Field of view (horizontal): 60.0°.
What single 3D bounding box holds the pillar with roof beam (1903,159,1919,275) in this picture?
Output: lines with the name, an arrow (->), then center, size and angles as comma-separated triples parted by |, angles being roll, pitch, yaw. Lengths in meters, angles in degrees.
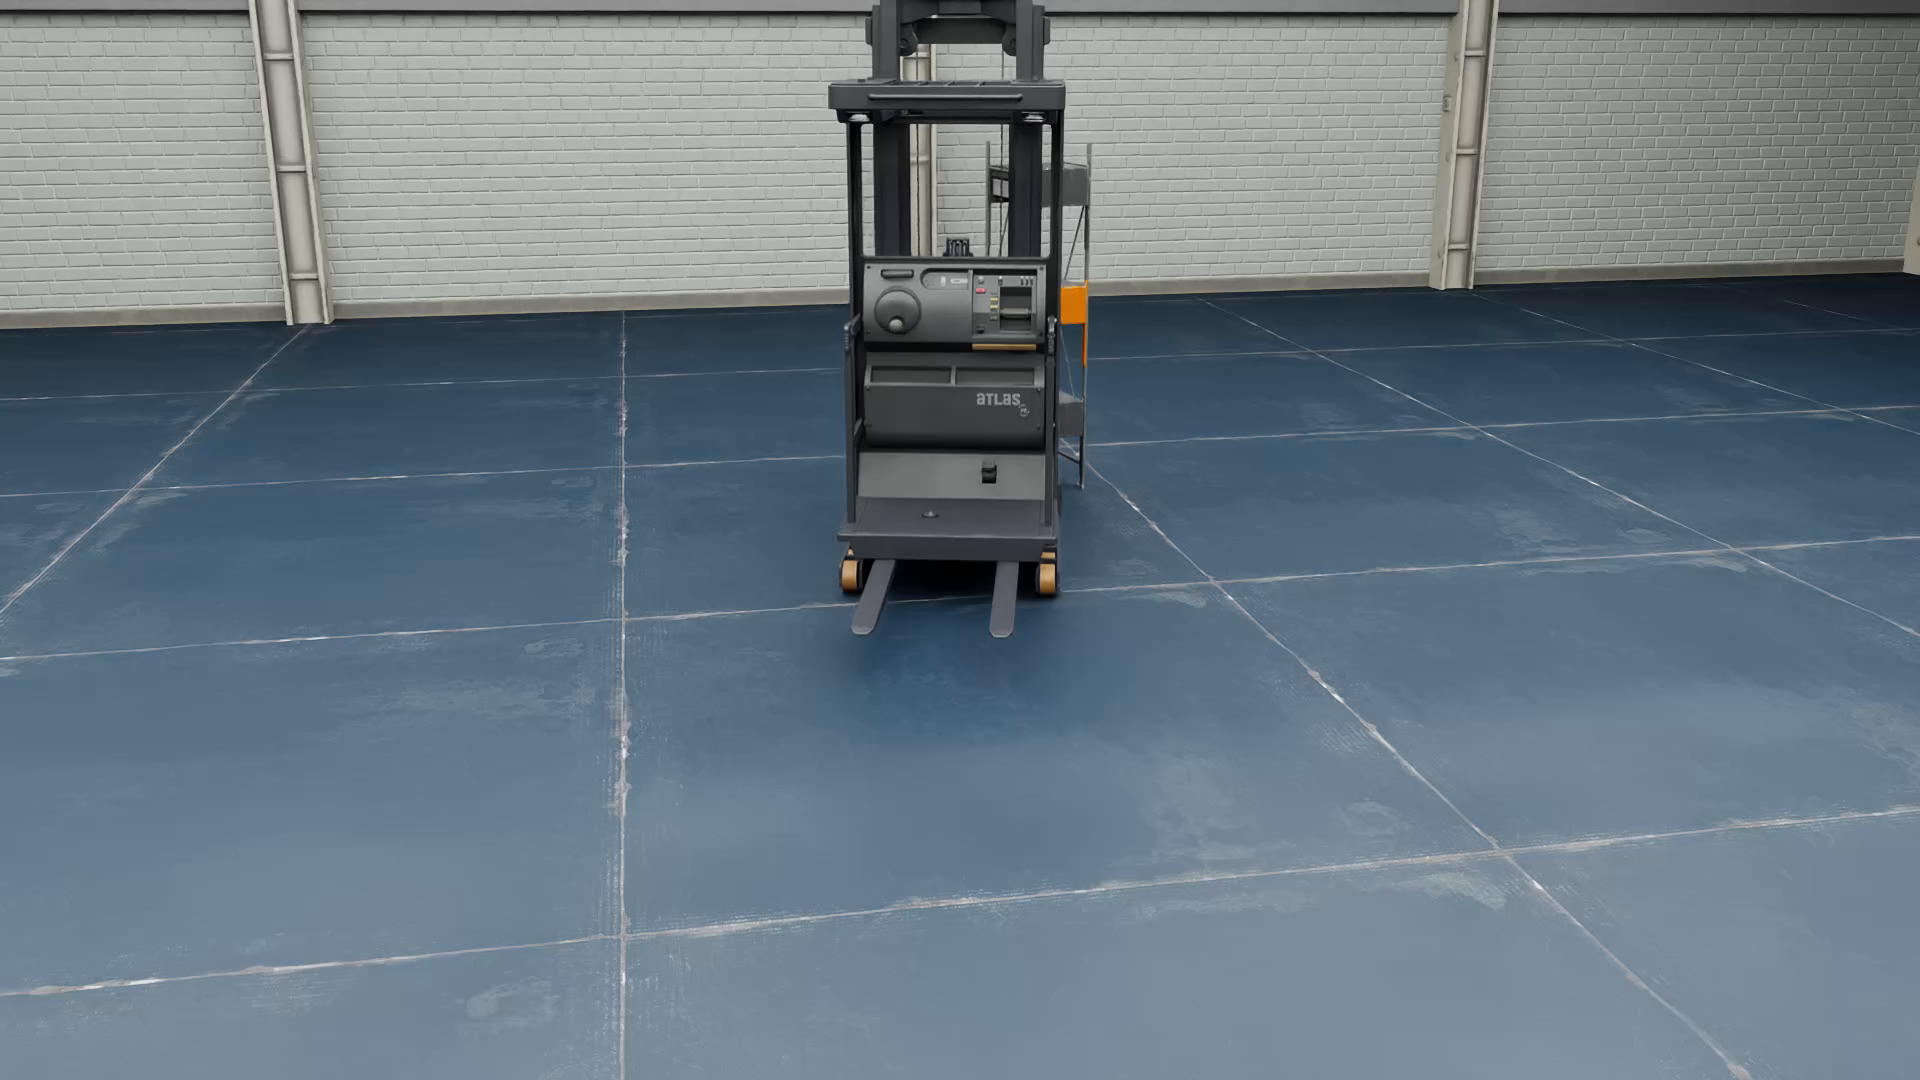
pillar with roof beam -> 12.144, -6.197, 14.163 | 0.400, 9.000, 9.100 | -3, 17, -10

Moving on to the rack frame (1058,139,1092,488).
rack frame -> 0.691, -1.380, 10.229 | 0.015, 2.100, 0.400 | -7, 18, -22

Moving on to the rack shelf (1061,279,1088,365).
rack shelf -> 0.466, -1.339, 10.143 | 0.480, 0.518, 0.431 | -7, 18, -22

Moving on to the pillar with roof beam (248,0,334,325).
pillar with roof beam -> -5.529, -5.195, 10.899 | 0.400, 9.000, 9.100 | -3, 17, -10

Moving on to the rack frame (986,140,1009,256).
rack frame -> 0.241, -1.325, 10.049 | 0.015, 2.100, 0.400 | -7, 18, -22

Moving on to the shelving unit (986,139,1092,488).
shelving unit -> 0.466, -1.352, 10.139 | 0.503, 2.100, 0.431 | -7, 18, -22

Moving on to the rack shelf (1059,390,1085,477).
rack shelf -> 0.466, -0.670, 10.349 | 0.480, 0.518, 0.431 | -7, 18, -22

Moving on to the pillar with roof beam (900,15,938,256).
pillar with roof beam -> 0.362, -5.529, 11.987 | 0.400, 9.000, 9.100 | -3, 17, -10

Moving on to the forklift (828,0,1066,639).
forklift -> -0.038, -1.217, 8.282 | 1.130, 2.935, 3.031 | 1, 17, 3

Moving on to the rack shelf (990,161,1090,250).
rack shelf -> 0.466, -2.009, 9.937 | 0.480, 0.518, 0.431 | -7, 18, -22

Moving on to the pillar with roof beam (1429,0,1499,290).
pillar with roof beam -> 6.253, -5.863, 13.075 | 0.400, 9.000, 9.100 | -3, 17, -10
